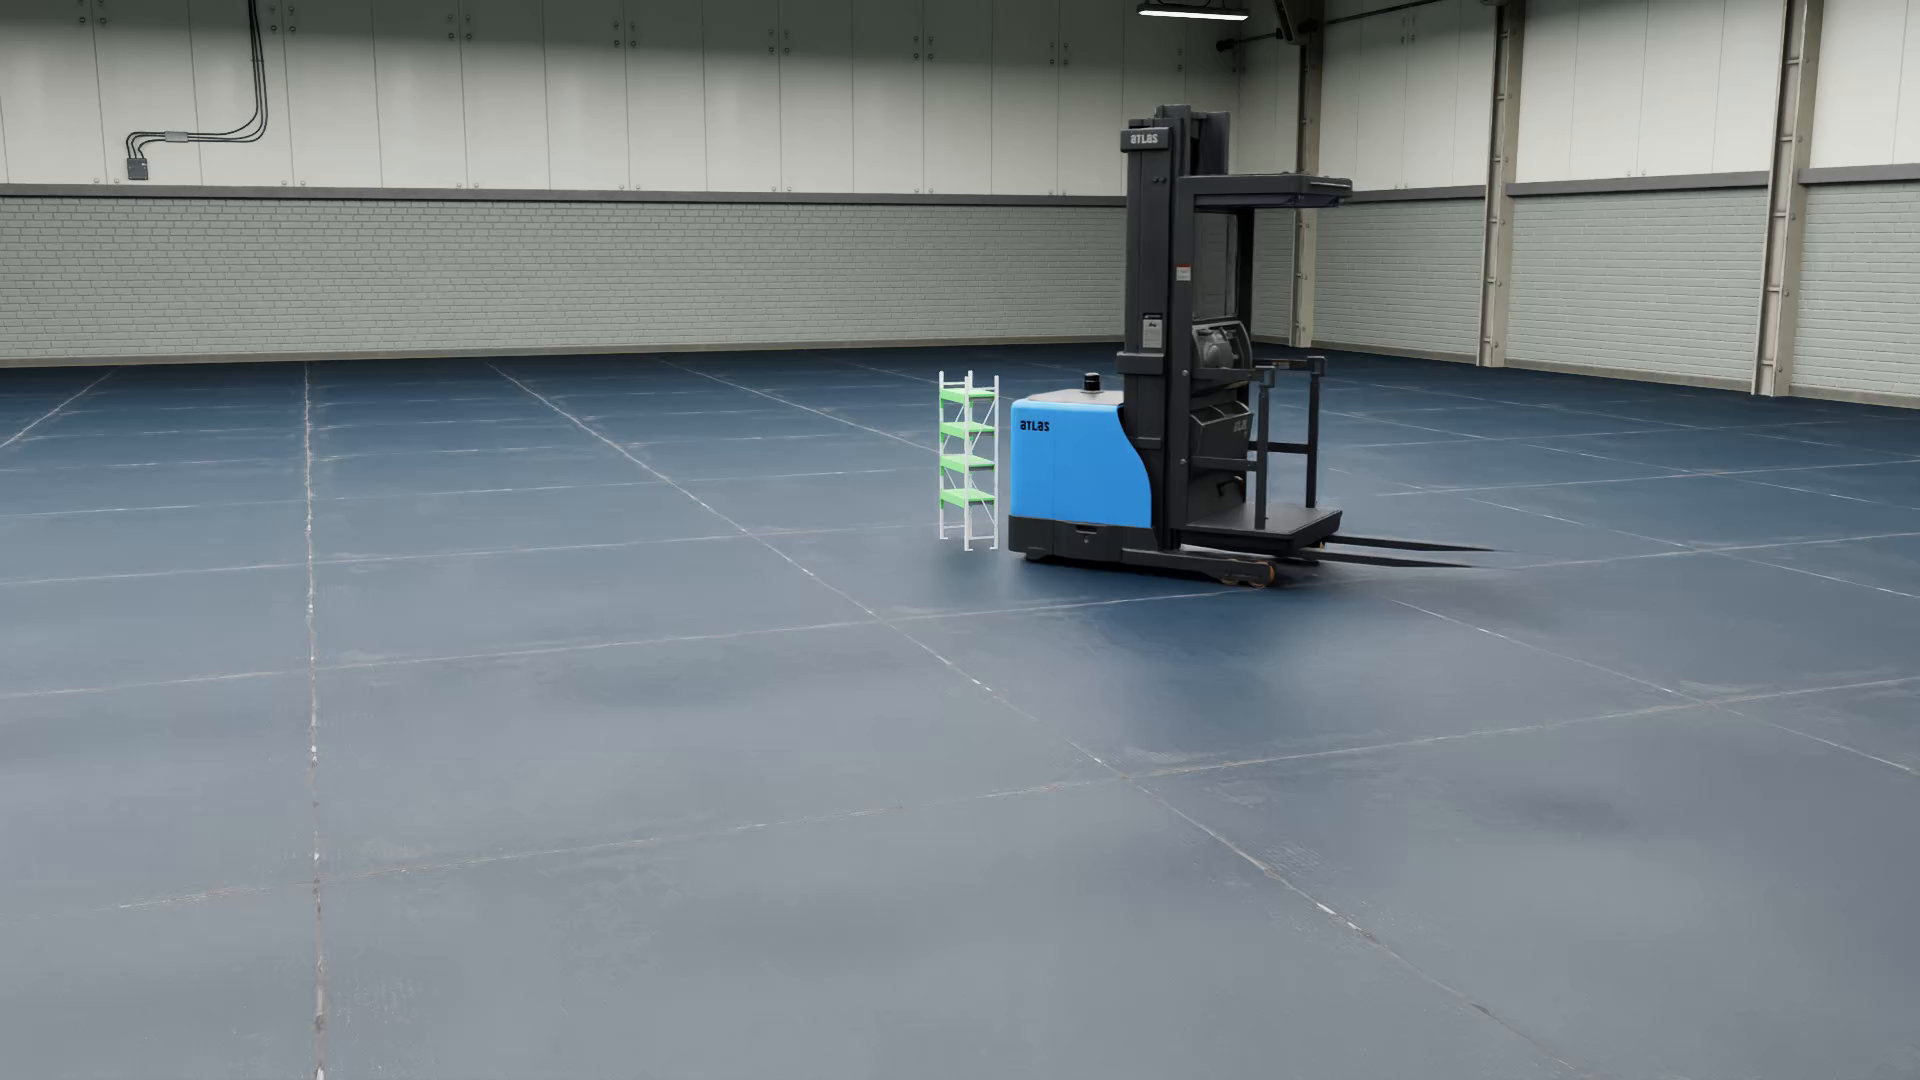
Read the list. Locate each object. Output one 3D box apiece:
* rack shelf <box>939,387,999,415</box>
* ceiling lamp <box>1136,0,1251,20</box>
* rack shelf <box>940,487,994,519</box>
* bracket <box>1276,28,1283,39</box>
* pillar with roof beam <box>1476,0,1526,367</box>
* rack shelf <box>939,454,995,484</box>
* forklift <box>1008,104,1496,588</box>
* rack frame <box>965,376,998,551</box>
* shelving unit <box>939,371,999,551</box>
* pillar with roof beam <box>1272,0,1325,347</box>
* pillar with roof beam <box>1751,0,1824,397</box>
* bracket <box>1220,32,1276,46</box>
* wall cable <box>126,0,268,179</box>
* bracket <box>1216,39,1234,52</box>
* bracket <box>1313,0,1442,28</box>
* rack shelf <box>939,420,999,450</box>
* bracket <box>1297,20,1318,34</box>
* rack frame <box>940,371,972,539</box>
[{"bbox_3d":[0.060,-0.973,11.590,0.258,0.148,0.480,-4,11,-21],"label":"rack shelf"},{"bbox_3d":[3.823,-10.357,27.783,2.000,3.185,0.800,-4,11,-21],"label":"ceiling lamp"},{"bbox_3d":[0.060,-0.265,11.716,0.258,0.148,0.480,-4,11,-21],"label":"rack shelf"},{"bbox_3d":[6.565,-10.246,33.549,0.235,0.232,0.430,-4,11,-21],"label":"bracket"},{"bbox_3d":[5.208,-7.176,26.568,9.100,9.000,0.548,-4,11,-21],"label":"pillar with roof beam"},{"bbox_3d":[0.060,-0.501,11.674,0.258,0.148,0.480,-4,11,-21],"label":"rack shelf"},{"bbox_3d":[1.858,-1.252,10.588,3.031,2.935,1.130,6,12,29],"label":"forklift"},{"bbox_3d":[0.148,-0.524,11.439,0.240,1.200,0.015,-4,11,-21],"label":"rack frame"},{"bbox_3d":[0.060,-0.564,11.663,0.258,1.200,0.503,-4,11,-21],"label":"shelving unit"},{"bbox_3d":[3.034,-8.156,32.074,9.100,9.000,0.548,-4,11,-21],"label":"pillar with roof beam"},{"bbox_3d":[7.382,-6.197,21.062,9.100,9.000,0.400,-4,11,-21],"label":"pillar with roof beam"},{"bbox_3d":[5.920,-10.537,35.181,0.076,0.066,3.189,-4,11,-21],"label":"bracket"},{"bbox_3d":[-13.294,-9.269,28.621,2.305,6.003,0.169,-4,11,-21],"label":"wall cable"},{"bbox_3d":[5.706,-10.633,35.723,0.235,0.232,0.430,-4,11,-21],"label":"bracket"},{"bbox_3d":[7.799,-9.690,30.423,0.076,0.066,4.783,-4,11,-21],"label":"bracket"},{"bbox_3d":[0.060,-0.737,11.632,0.258,0.148,0.480,-4,11,-21],"label":"rack shelf"},{"bbox_3d":[6.866,-10.111,32.787,0.235,0.232,0.430,-4,11,-21],"label":"bracket"},{"bbox_3d":[-0.028,-0.604,11.887,0.240,1.200,0.015,-4,11,-21],"label":"rack frame"}]
